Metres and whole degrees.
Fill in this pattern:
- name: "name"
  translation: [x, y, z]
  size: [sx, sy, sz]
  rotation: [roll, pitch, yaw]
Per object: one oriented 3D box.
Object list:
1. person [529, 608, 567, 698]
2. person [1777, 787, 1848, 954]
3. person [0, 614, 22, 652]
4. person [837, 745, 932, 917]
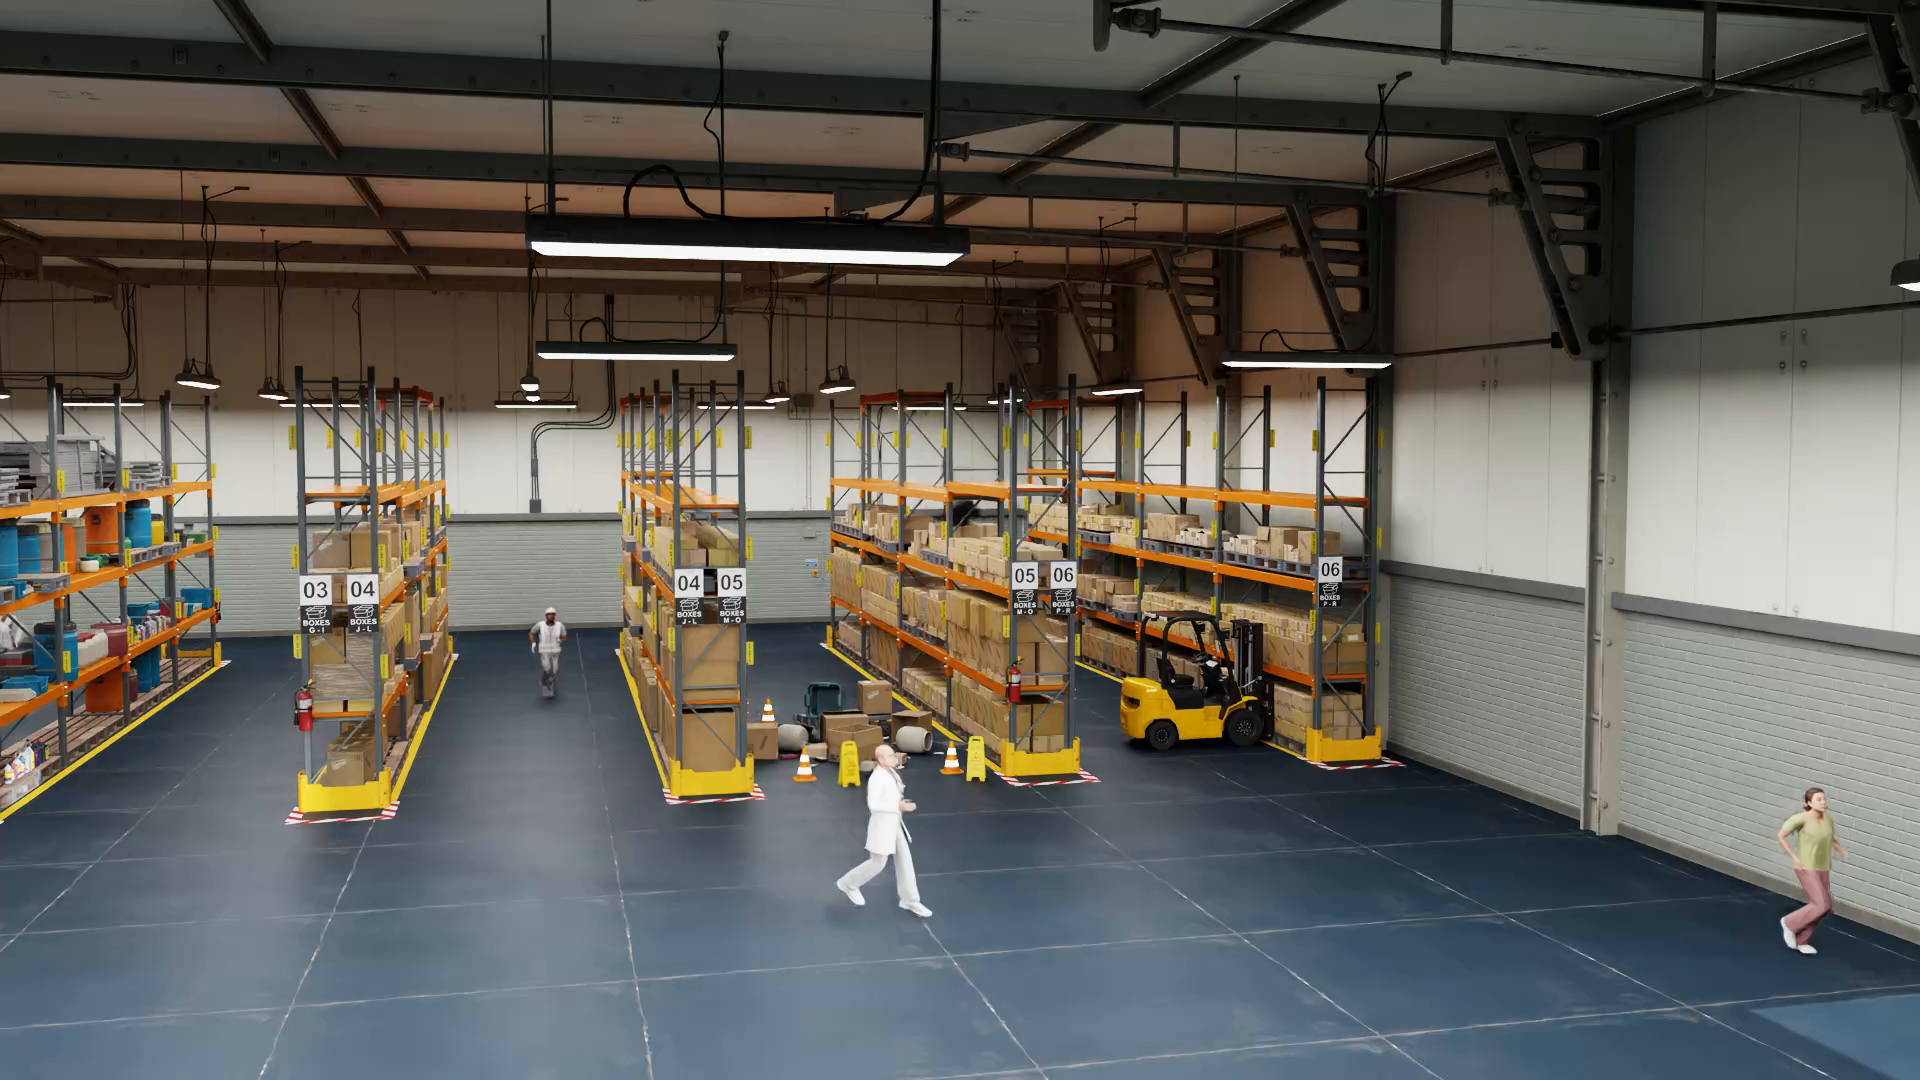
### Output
- name: "person"
  translation: [-7.943, 2.185, 32.234]
  size: [0.677, 1.747, 0.656]
  rotation: [-2, 4, -27]
- name: "person"
  translation: [8.325, 3.218, 16.155]
  size: [0.565, 1.637, 0.538]
  rotation: [-1, 4, -19]
- name: "person"
  translation: [-19.332, 2.170, 33.670]
  size: [0.610, 1.664, 0.771]
  rotation: [-1, 4, -23]
- name: "person"
  translation: [-0.805, 3.055, 17.550]
  size: [1.049, 1.796, 0.707]
  rotation: [1, 4, 21]
